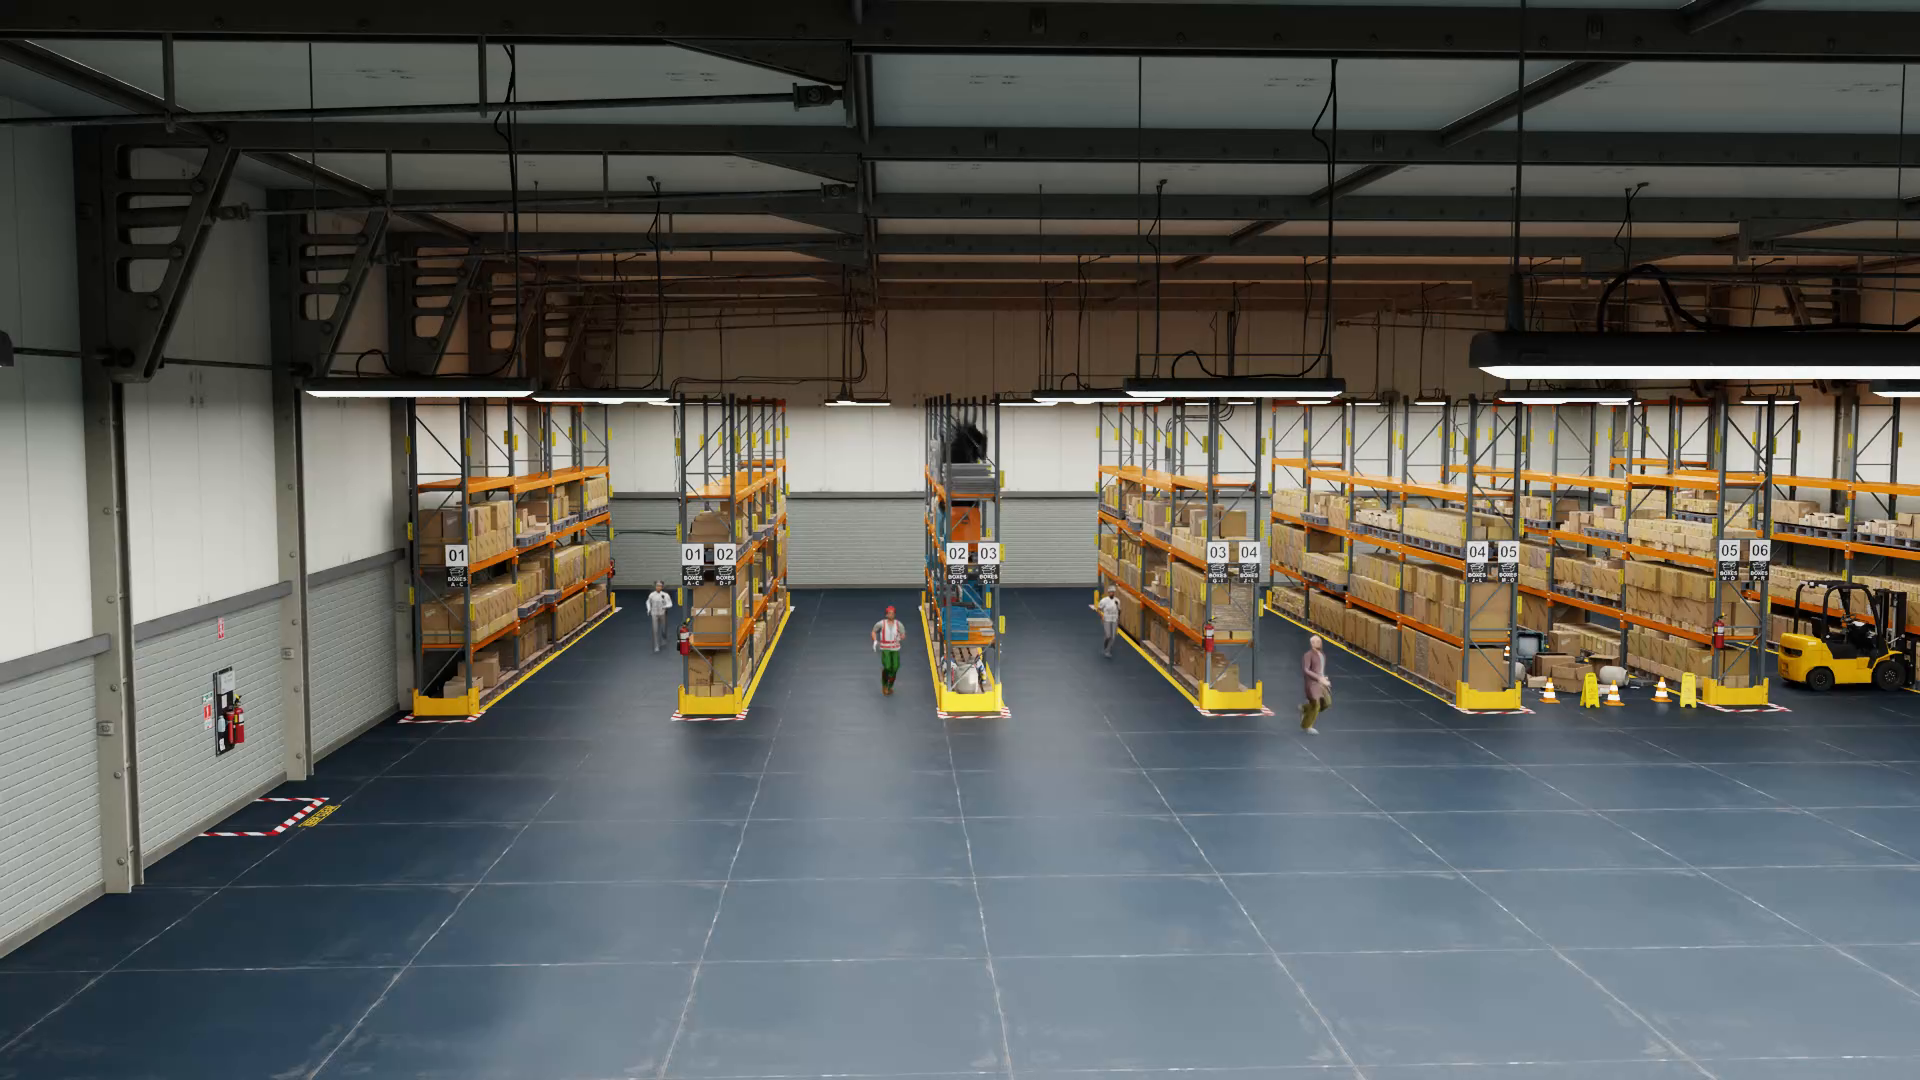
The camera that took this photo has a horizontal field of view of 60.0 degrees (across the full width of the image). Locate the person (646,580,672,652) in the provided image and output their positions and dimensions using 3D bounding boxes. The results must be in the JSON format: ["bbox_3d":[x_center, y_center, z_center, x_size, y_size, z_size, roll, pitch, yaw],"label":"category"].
[{"bbox_3d":[-7.114,1.781,39.290,0.624,1.657,0.875,0,5,-5],"label":"person"}]

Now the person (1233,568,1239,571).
[{"bbox_3d":[7.723,1.174,46.215,0.665,1.800,0.980,0,5,-6],"label":"person"}]

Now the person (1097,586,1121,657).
[{"bbox_3d":[3.461,1.879,38.133,0.548,1.643,0.580,-1,5,-13],"label":"person"}]

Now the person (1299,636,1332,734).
[{"bbox_3d":[6.297,2.551,29.309,0.636,1.743,0.734,4,6,43],"label":"person"}]

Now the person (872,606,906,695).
[{"bbox_3d":[-1.389,2.210,33.160,0.641,1.775,0.690,-1,5,-16],"label":"person"}]
